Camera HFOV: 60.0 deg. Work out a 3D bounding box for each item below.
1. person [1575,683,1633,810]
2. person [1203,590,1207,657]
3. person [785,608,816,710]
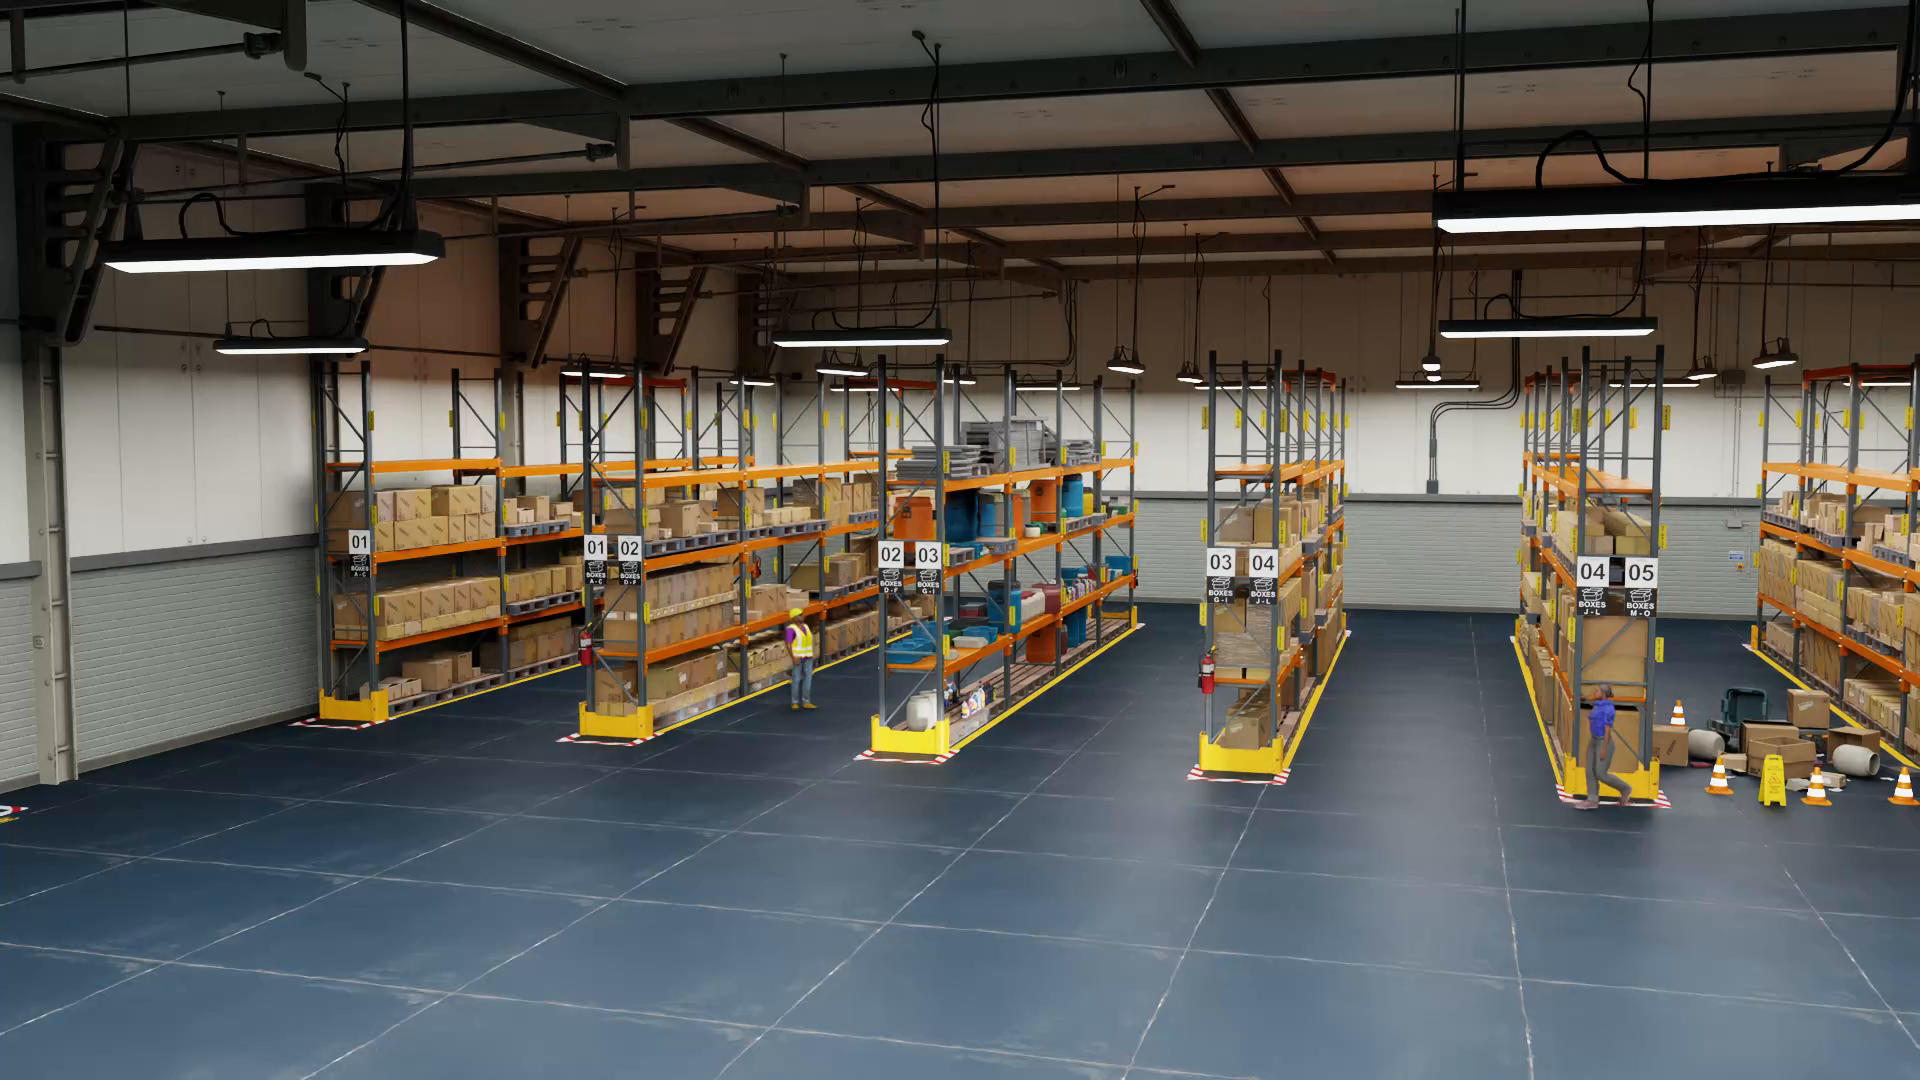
[{"bbox_3d":[8.265,2.646,21.329,0.658,1.649,0.434,-1,4,-9],"label":"person"},{"bbox_3d":[5.484,1.597,35.682,0.604,1.752,0.992,1,4,16],"label":"person"},{"bbox_3d":[-2.741,2.065,28.863,0.612,1.766,0.561,-3,5,-35],"label":"person"}]
